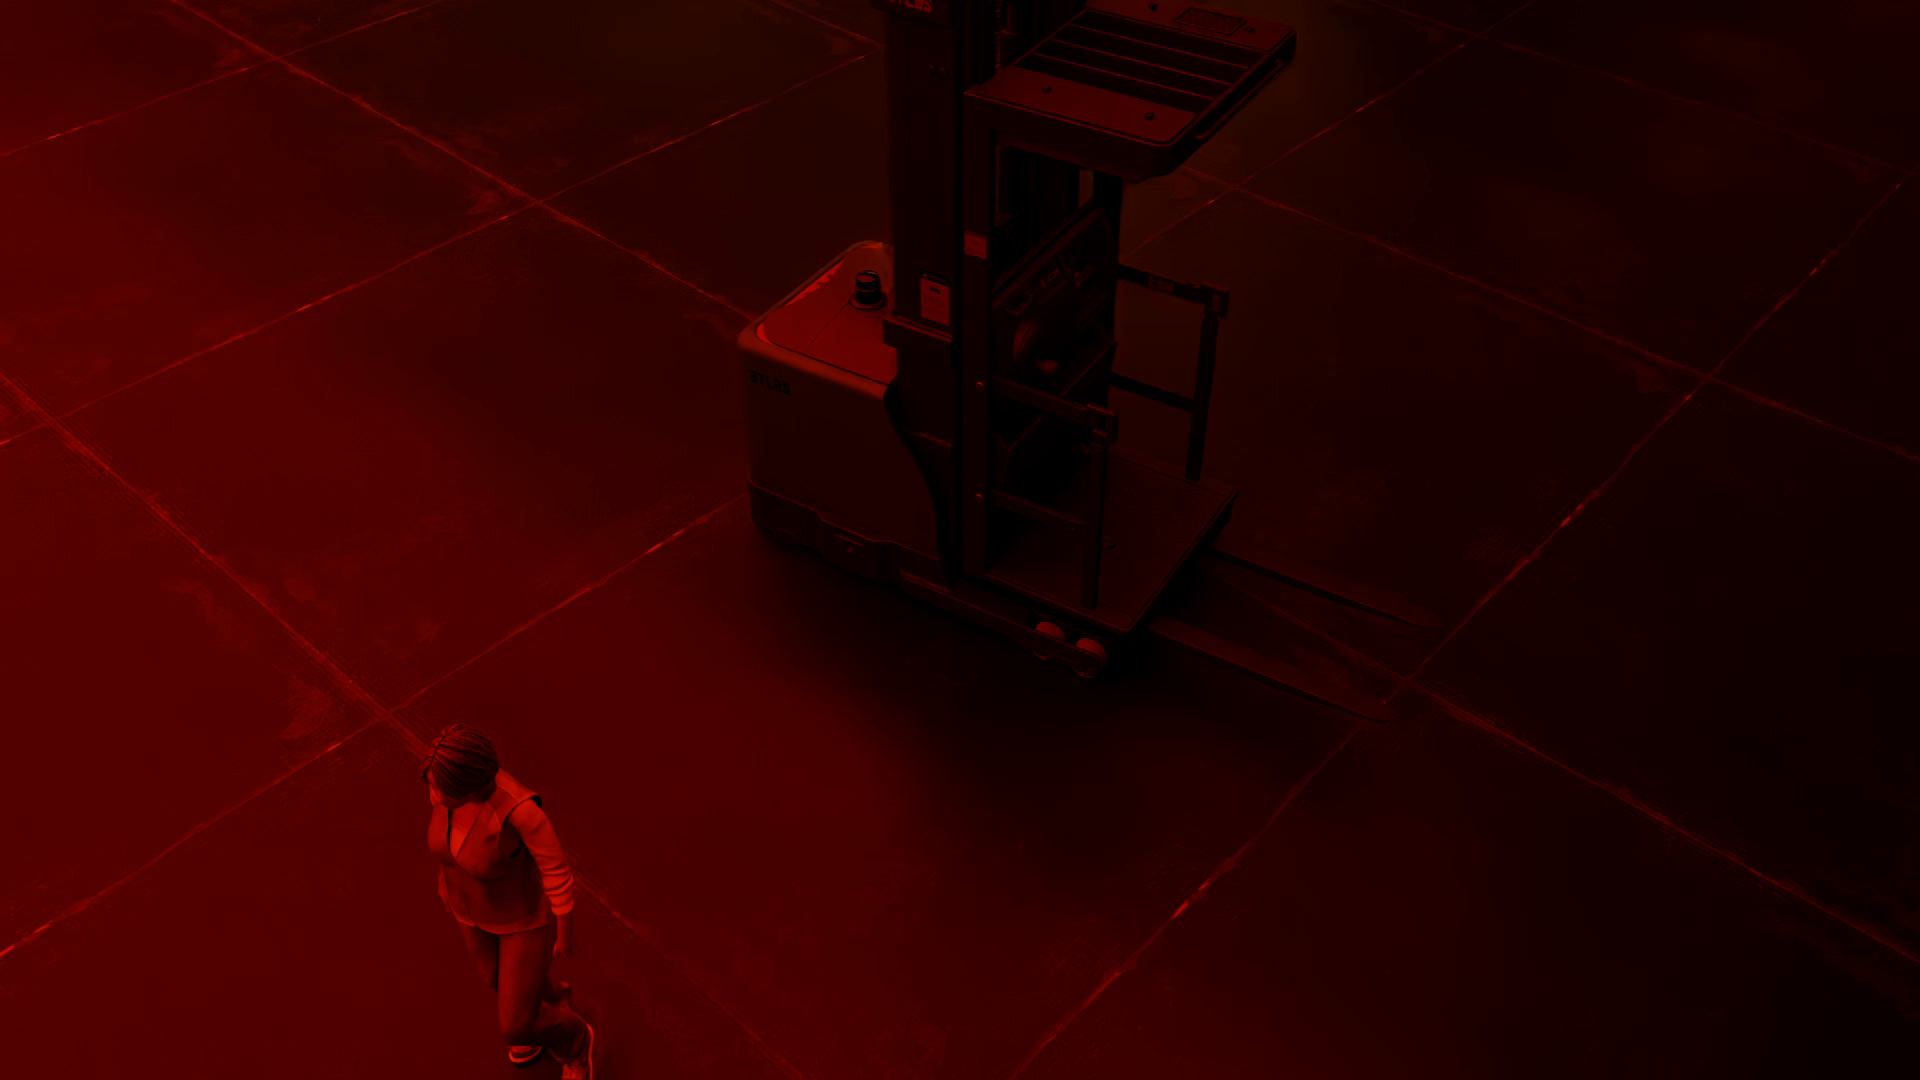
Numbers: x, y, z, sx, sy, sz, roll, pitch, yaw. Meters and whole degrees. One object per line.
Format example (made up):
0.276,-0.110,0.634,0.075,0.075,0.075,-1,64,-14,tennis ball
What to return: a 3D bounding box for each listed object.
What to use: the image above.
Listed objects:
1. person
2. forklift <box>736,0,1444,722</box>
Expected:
-1.416,1.160,5.122,0.519,1.584,0.447,19,44,21,person
0.557,-0.931,6.513,3.031,2.935,1.130,22,45,23,forklift
